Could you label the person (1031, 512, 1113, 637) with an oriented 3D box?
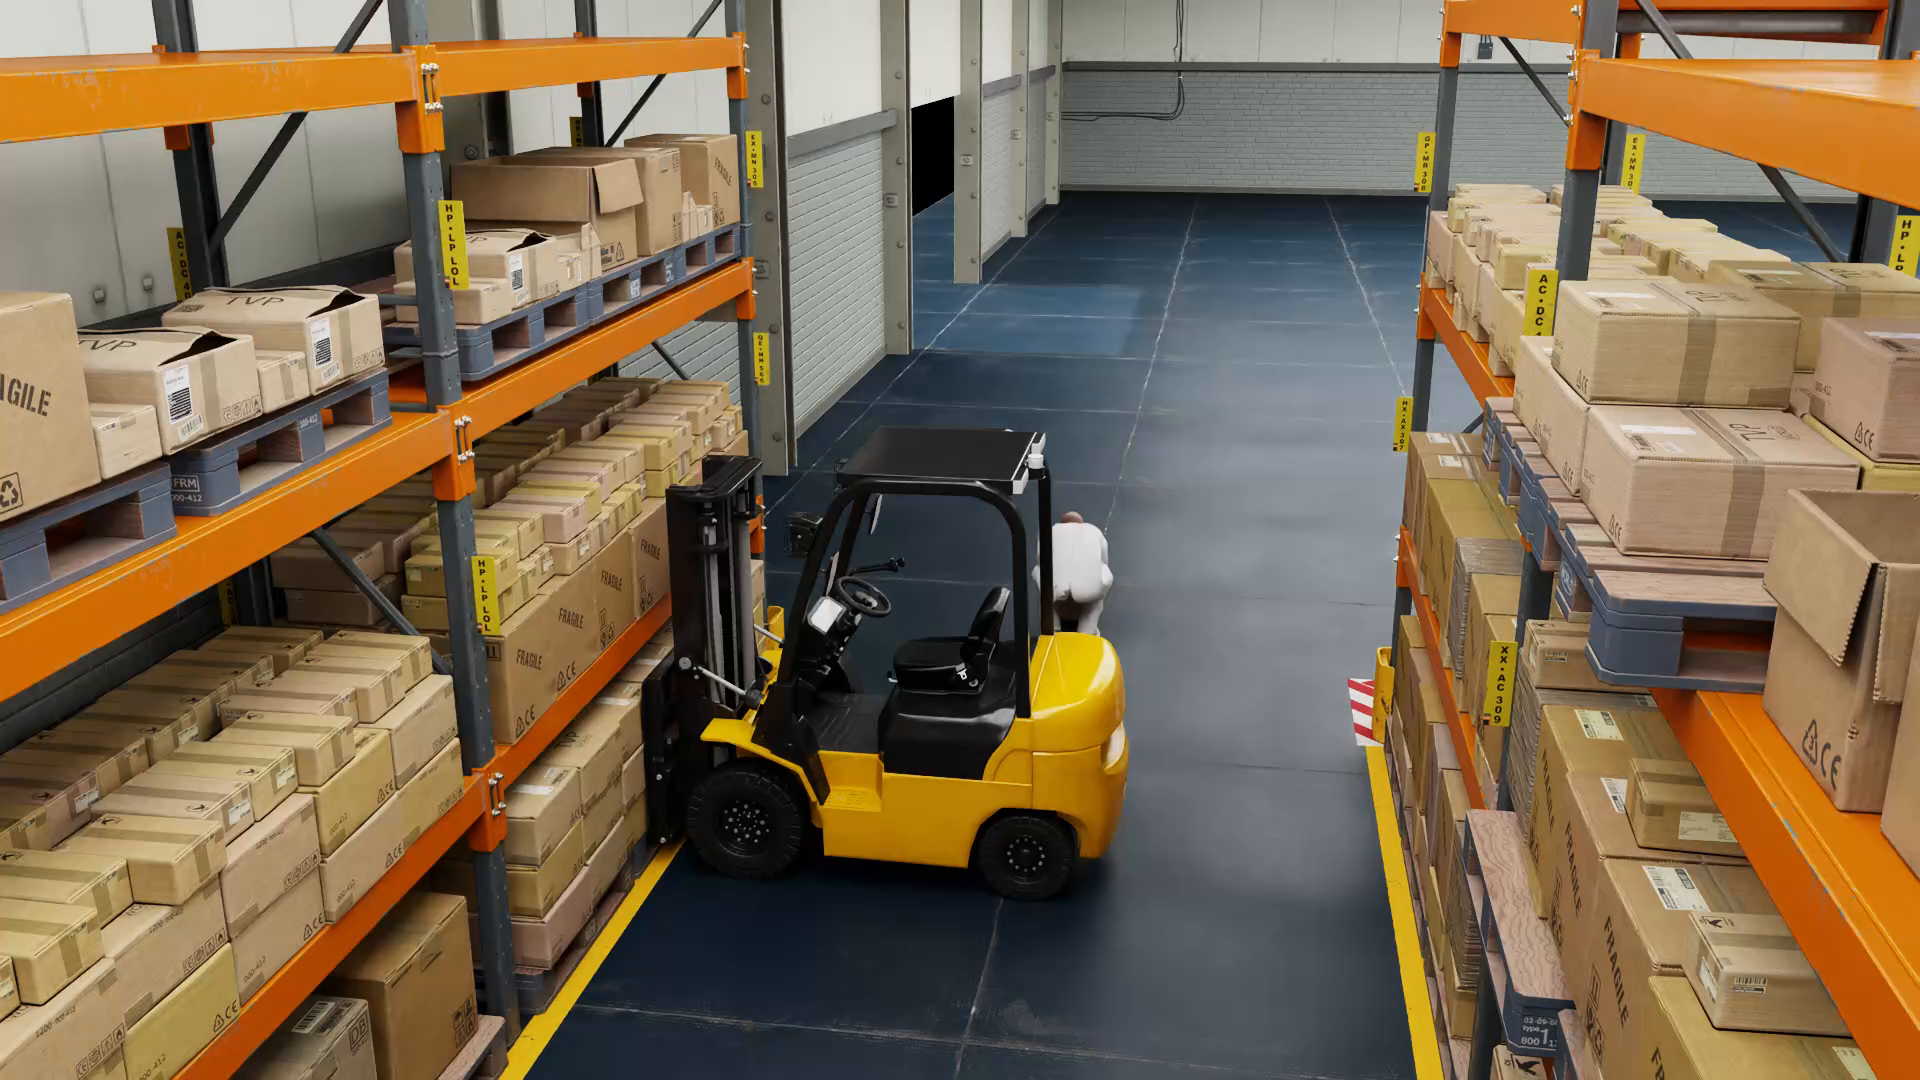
[{"bbox_3d":[0.803,0.296,11.816,0.576,0.806,0.947,2,18,7],"label":"person"}]
